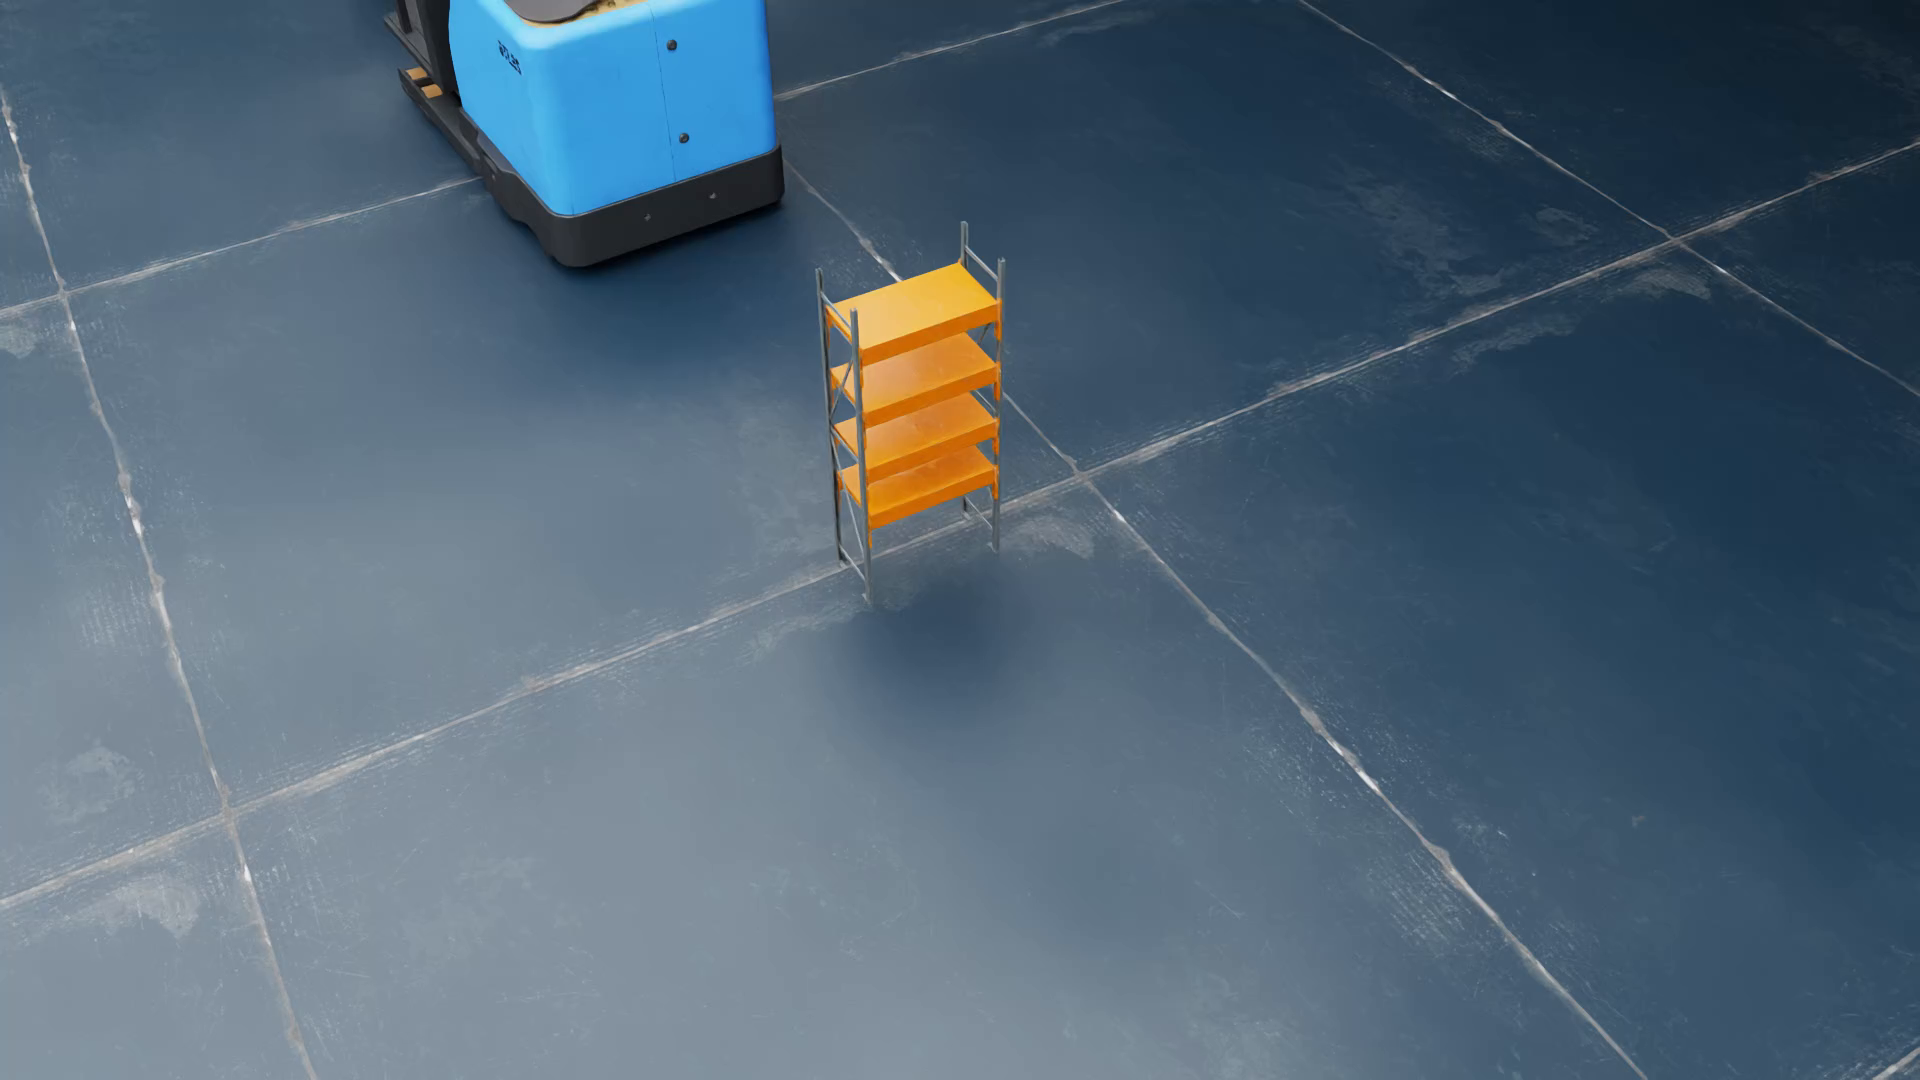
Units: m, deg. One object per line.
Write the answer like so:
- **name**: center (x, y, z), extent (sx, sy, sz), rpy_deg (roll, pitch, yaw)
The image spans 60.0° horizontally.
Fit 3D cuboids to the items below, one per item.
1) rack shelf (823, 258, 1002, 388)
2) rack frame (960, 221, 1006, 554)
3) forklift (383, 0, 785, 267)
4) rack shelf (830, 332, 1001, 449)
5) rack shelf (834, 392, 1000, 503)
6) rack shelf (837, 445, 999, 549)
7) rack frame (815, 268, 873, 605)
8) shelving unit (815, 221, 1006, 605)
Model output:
- **rack shelf**: center (-0.144, -0.655, 4.999), extent (0.480, 0.148, 0.258), rpy_deg (-22, 48, -21)
- **rack frame**: center (0.068, -0.458, 5.360), extent (0.015, 1.200, 0.240), rpy_deg (-22, 48, -21)
- **forklift**: center (-1.984, -3.169, 6.911), extent (1.130, 2.935, 3.031), rpy_deg (-24, 49, -23)
- **rack shelf**: center (-0.144, -0.485, 5.164), extent (0.480, 0.148, 0.258), rpy_deg (-22, 48, -21)
- **rack shelf**: center (-0.144, -0.325, 5.320), extent (0.480, 0.148, 0.258), rpy_deg (-22, 48, -21)
- **rack shelf**: center (-0.144, -0.182, 5.458), extent (0.480, 0.148, 0.258), rpy_deg (-22, 48, -21)
- **rack frame**: center (-0.355, -0.288, 5.186), extent (0.015, 1.200, 0.240), rpy_deg (-22, 48, -21)
- **shelving unit**: center (-0.144, -0.373, 5.273), extent (0.503, 1.200, 0.258), rpy_deg (-22, 48, -21)
